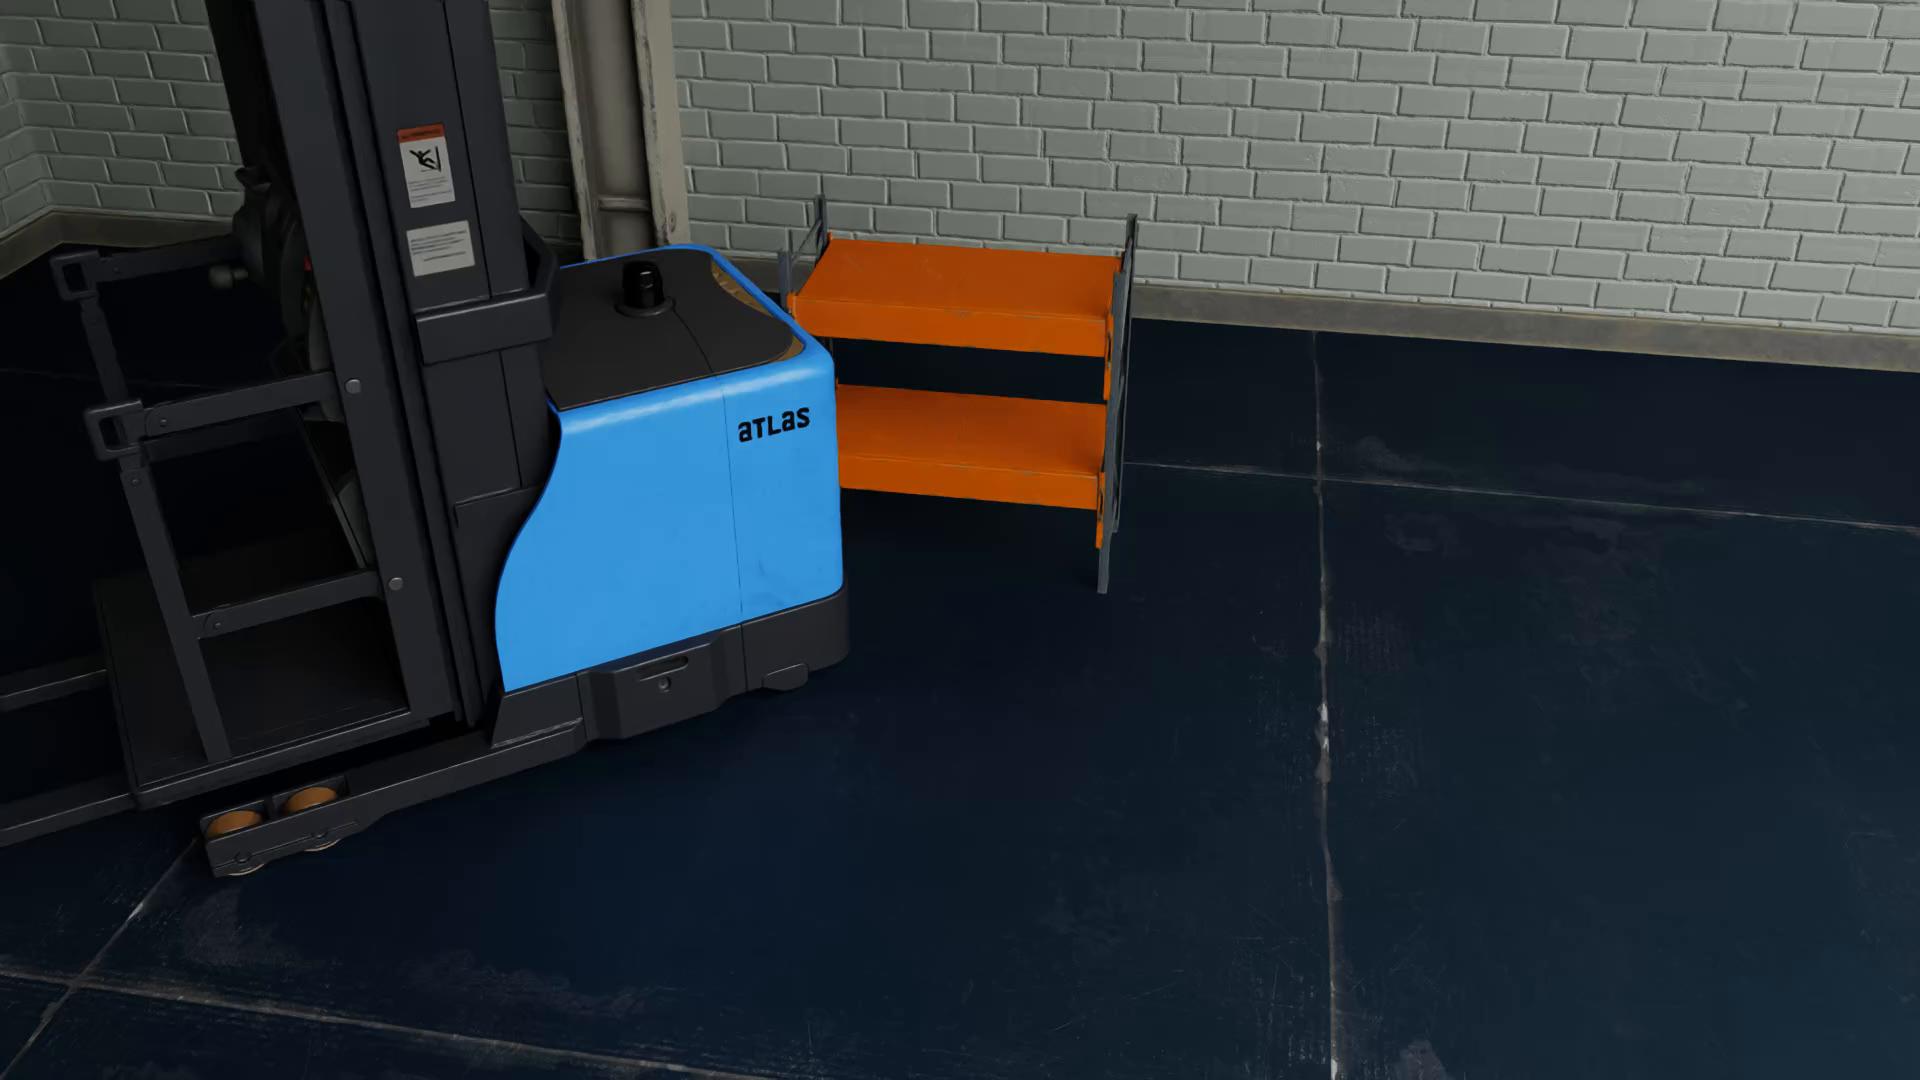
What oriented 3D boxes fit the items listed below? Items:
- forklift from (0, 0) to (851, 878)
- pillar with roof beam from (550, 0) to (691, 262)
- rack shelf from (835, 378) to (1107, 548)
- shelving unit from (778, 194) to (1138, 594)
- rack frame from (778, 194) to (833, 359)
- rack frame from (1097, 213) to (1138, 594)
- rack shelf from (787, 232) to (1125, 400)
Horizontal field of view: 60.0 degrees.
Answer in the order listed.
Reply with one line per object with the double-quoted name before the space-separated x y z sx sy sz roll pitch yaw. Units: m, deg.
"forklift" -1.875 -0.687 4.085 3.031 2.935 1.130 -16 36 -24
"pillar with roof beam" -2.161 -2.675 1.543 0.400 9.000 9.100 5 32 8
"rack shelf" 0.007 -0.269 5.580 1.000 0.278 0.538 5 32 8
"shelving unit" 0.007 -0.476 5.451 1.048 1.125 0.538 5 32 8
"rack frame" -0.494 -0.522 5.523 0.032 1.125 0.500 5 32 8
"rack frame" 0.508 -0.431 5.378 0.032 1.125 0.500 5 32 8
"rack shelf" 0.007 -0.724 5.295 1.000 0.278 0.538 5 32 8
